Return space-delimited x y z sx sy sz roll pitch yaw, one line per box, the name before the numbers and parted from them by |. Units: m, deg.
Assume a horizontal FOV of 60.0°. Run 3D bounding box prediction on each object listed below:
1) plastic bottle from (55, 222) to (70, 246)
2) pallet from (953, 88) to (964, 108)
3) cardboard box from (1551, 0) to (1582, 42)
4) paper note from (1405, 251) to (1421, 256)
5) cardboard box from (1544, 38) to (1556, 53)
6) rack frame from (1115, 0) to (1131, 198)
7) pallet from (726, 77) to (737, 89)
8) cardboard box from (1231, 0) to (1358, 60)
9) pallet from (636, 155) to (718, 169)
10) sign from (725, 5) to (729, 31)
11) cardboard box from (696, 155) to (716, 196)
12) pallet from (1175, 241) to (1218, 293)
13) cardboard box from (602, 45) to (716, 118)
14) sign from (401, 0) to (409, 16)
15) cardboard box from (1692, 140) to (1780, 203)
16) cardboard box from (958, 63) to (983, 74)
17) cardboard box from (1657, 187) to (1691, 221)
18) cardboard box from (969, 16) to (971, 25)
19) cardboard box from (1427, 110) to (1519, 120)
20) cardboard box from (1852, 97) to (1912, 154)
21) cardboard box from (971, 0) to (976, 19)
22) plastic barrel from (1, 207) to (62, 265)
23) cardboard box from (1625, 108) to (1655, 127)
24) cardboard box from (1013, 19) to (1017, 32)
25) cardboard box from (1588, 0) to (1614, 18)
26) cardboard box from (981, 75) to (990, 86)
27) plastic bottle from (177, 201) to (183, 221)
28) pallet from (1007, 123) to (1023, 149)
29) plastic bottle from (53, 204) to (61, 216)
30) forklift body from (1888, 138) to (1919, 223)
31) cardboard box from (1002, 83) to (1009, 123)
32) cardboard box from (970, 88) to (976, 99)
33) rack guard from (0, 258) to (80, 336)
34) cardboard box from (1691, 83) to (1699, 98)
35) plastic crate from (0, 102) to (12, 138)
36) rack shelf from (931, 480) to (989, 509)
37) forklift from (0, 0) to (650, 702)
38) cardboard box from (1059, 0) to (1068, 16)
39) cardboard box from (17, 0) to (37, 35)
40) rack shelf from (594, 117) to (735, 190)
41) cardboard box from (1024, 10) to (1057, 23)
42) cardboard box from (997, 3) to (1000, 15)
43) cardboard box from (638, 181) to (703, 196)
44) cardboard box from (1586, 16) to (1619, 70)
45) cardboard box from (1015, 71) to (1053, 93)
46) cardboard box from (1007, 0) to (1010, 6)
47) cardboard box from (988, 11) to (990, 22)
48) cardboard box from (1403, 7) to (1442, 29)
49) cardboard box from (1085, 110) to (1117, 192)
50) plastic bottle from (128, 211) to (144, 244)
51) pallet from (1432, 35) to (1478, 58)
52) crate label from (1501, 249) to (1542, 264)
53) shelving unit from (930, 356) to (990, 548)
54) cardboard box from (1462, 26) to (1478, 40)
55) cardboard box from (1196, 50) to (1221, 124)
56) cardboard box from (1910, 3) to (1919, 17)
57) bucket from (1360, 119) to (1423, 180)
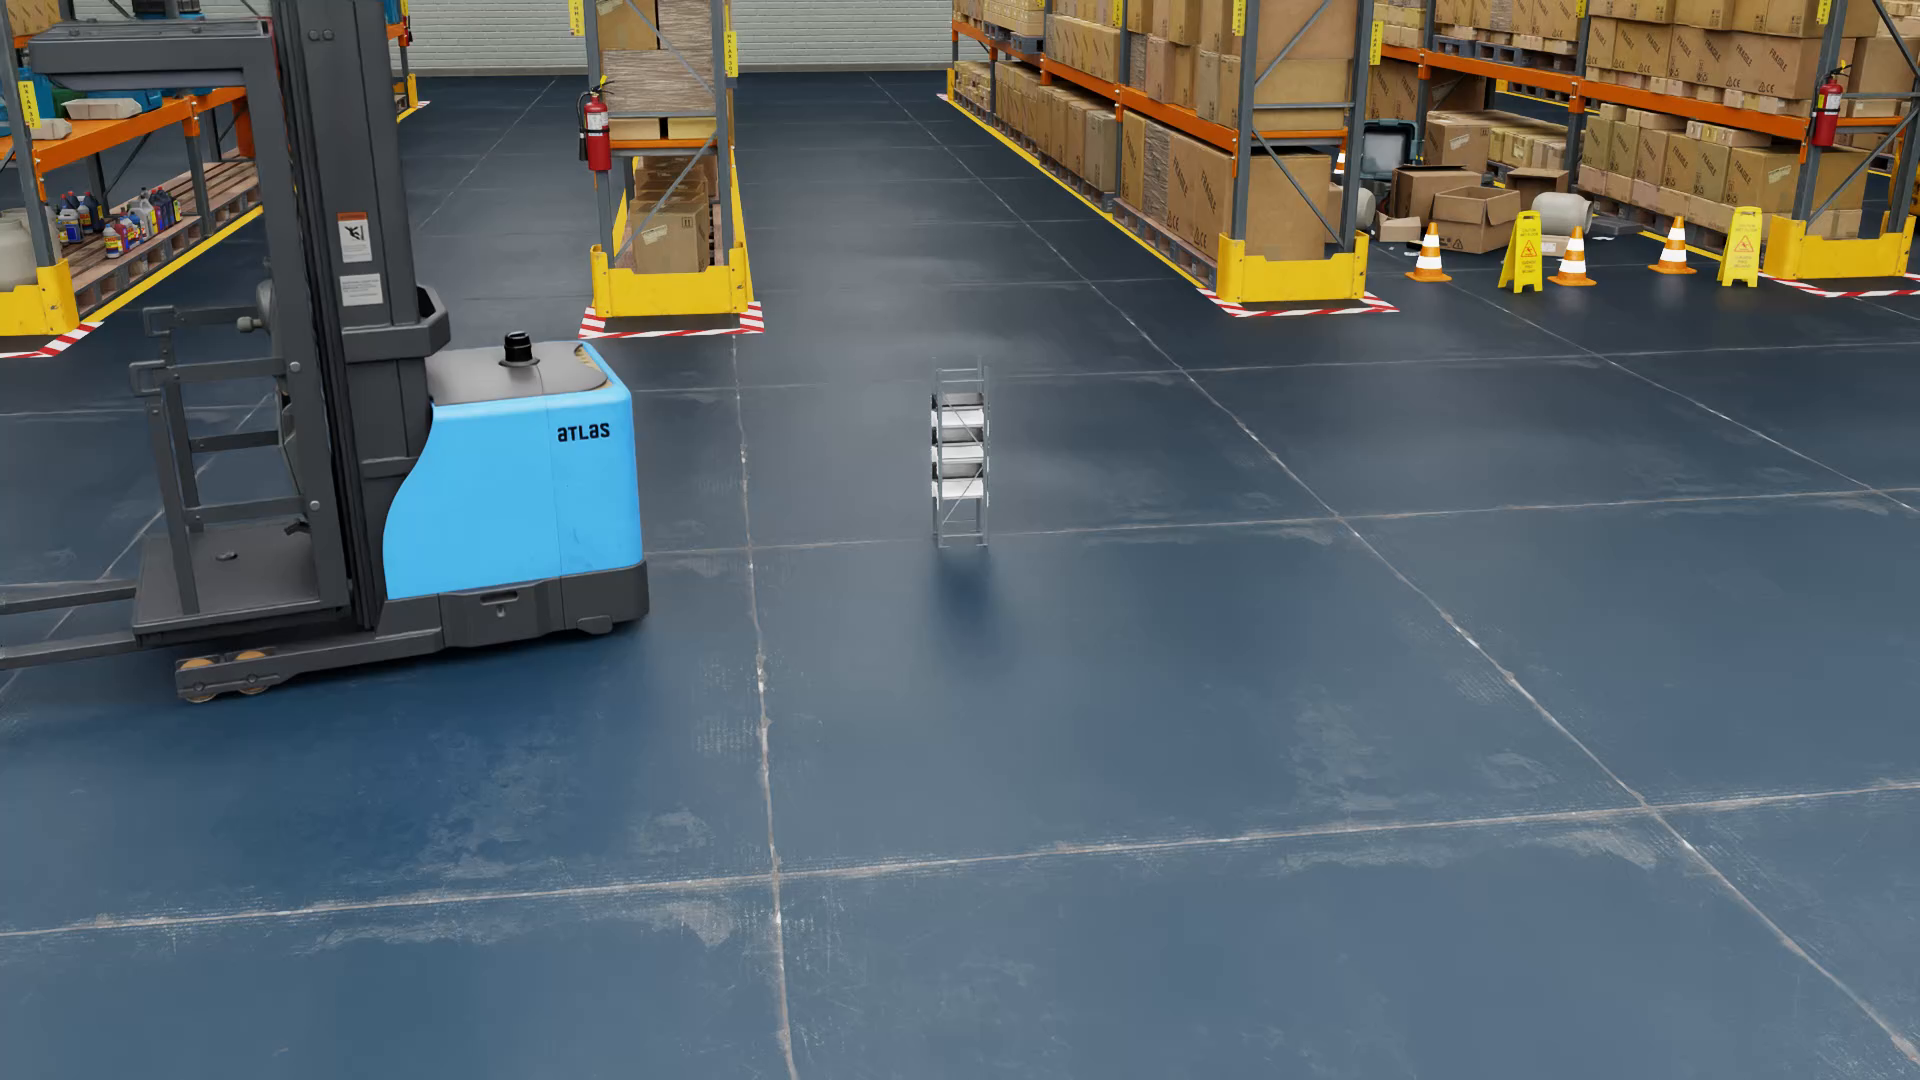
plastic bottle | -7.789 -2.655 14.408 0.097 0.201 0.097 0 20 0
pallet | 0.464 -7.320 27.513 1.003 0.211 1.213 -3 21 -8
cardboard box | 6.691 -5.597 17.745 0.500 0.500 0.500 -3 21 -9
paper note | 4.138 -2.618 15.185 0.144 0.017 0.142 4 21 11
cardboard box | 6.617 -5.401 18.148 0.380 0.149 0.250 -4 21 -9
rack frame | 2.101 -4.781 16.729 1.000 3.000 0.127 -3 21 -8
pallet | -2.788 -4.748 16.914 1.003 0.211 1.213 -3 21 -8
cardboard box | 2.662 -4.102 13.155 0.875 0.550 0.550 -3 21 -8
pallet | -3.287 -4.373 19.624 1.003 0.211 1.213 -3 21 -8
sign | -2.286 -5.001 16.082 0.100 0.325 0.005 -3 21 -8
cardboard box | -2.889 -3.814 17.085 0.700 0.500 0.500 -5 21 -12
pallet | 2.485 -2.362 14.239 1.003 0.211 1.213 -3 21 -8
cardboard box | -2.297 -3.559 12.889 0.875 0.500 0.500 -3 21 -8
sign | -8.911 -8.580 26.669 0.100 0.325 0.005 -3 21 -8
cardboard box | 7.109 -3.385 15.250 0.500 0.500 0.500 -2 21 -6
cardboard box | 0.179 -7.694 27.152 0.380 0.149 0.250 -3 21 -8
cardboard box | 7.031 -3.216 15.869 0.500 0.250 0.500 -4 21 -10
cardboard box | 0.352 -8.242 26.356 0.380 0.149 0.250 -3 21 -9
cardboard box | 6.480 -5.220 21.060 0.950 0.372 0.625 -4 21 -11
cardboard box | 11.595 -5.111 20.406 0.875 0.625 0.625 -4 21 -10
cardboard box | 0.454 -8.242 25.428 0.500 0.500 0.500 -3 21 -8
plastic barrel | -7.389 -2.360 13.202 0.421 0.512 0.421 0 20 0
cardboard box | 6.837 -4.187 16.470 0.380 0.149 0.250 -2 21 -6
cardboard box | 0.895 -6.654 21.503 0.380 0.149 0.250 -3 21 -8
cardboard box | 6.834 -5.557 16.809 0.700 0.500 0.500 -3 21 -8
cardboard box | 0.520 -6.973 25.222 0.380 0.149 0.250 -3 21 -8
plastic bottle | -7.362 -3.101 15.602 0.097 0.201 0.097 0 20 0
pallet | 1.241 -5.551 22.778 1.003 0.211 1.213 -3 21 -8
plastic bottle | -8.007 -2.824 14.744 0.061 0.283 0.133 -2 21 -5
forklift body | 10.394 -4.099 16.117 2.313 2.155 1.214 -3 21 -8
cardboard box | 0.870 -6.124 23.298 0.500 0.500 0.500 -2 21 -5
cardboard box | 0.366 -7.064 26.317 0.380 0.149 0.250 -3 21 -8
rack guard | -7.204 -1.784 12.277 1.175 0.500 0.348 -3 21 -8
cardboard box | 7.095 -4.212 15.564 0.380 0.149 0.250 -3 21 -8
plastic crate | -7.603 -3.244 12.828 0.499 0.251 0.408 -3 21 -8
rack shelf | -0.001 -0.225 8.141 0.258 0.077 0.200 -3 21 -8
forklift | -2.910 -0.946 6.561 3.031 2.935 1.130 -8 22 -21
cardboard box | 1.579 -6.525 19.827 0.700 0.500 0.500 -3 21 -8
cardboard box | -13.804 -7.600 24.136 0.500 0.500 0.500 -3 21 -9
rack shelf | -2.533 -3.536 14.425 1.077 0.370 4.000 -3 21 -8
cardboard box | 1.003 -6.532 20.752 0.380 0.149 0.250 -2 21 -7
cardboard box | 0.706 -7.247 22.666 0.380 0.149 0.250 -2 21 -6
cardboard box | -2.510 -2.846 14.522 0.500 0.500 0.500 -1 21 -3
cardboard box | 6.772 -5.085 16.976 0.500 0.500 0.500 -3 21 -8
cardboard box | 1.025 -6.117 22.208 0.500 0.250 0.500 -2 21 -6
cardboard box | 0.816 -7.118 21.895 0.380 0.149 0.250 -2 21 -5
cardboard box | 0.595 -7.374 23.432 0.380 0.149 0.250 -3 21 -7
cardboard box | 6.087 -6.769 21.553 0.500 0.250 0.500 -3 21 -8
cardboard box | 1.923 -4.134 17.612 1.050 0.750 0.750 -3 21 -8
plastic bottle | -7.192 -2.726 14.497 0.097 0.271 0.097 0 20 0
pallet | 6.616 -6.119 20.586 1.213 0.211 1.003 -3 21 -8
crate label | 4.999 -2.519 14.764 0.250 0.136 0.298 -15 25 -35
shelving unit | -0.001 -0.424 8.066 0.258 0.900 0.210 -3 21 -8
cardboard box | 6.292 -6.114 20.059 0.380 0.149 0.250 -3 21 -7
cardboard box | 2.478 -3.782 13.839 0.875 0.550 0.550 -3 21 -8
cardboard box | 11.414 -6.216 19.501 0.380 0.149 0.250 -3 21 -7
bucket | 4.402 -4.028 17.221 0.726 0.611 0.620 4 11 11
